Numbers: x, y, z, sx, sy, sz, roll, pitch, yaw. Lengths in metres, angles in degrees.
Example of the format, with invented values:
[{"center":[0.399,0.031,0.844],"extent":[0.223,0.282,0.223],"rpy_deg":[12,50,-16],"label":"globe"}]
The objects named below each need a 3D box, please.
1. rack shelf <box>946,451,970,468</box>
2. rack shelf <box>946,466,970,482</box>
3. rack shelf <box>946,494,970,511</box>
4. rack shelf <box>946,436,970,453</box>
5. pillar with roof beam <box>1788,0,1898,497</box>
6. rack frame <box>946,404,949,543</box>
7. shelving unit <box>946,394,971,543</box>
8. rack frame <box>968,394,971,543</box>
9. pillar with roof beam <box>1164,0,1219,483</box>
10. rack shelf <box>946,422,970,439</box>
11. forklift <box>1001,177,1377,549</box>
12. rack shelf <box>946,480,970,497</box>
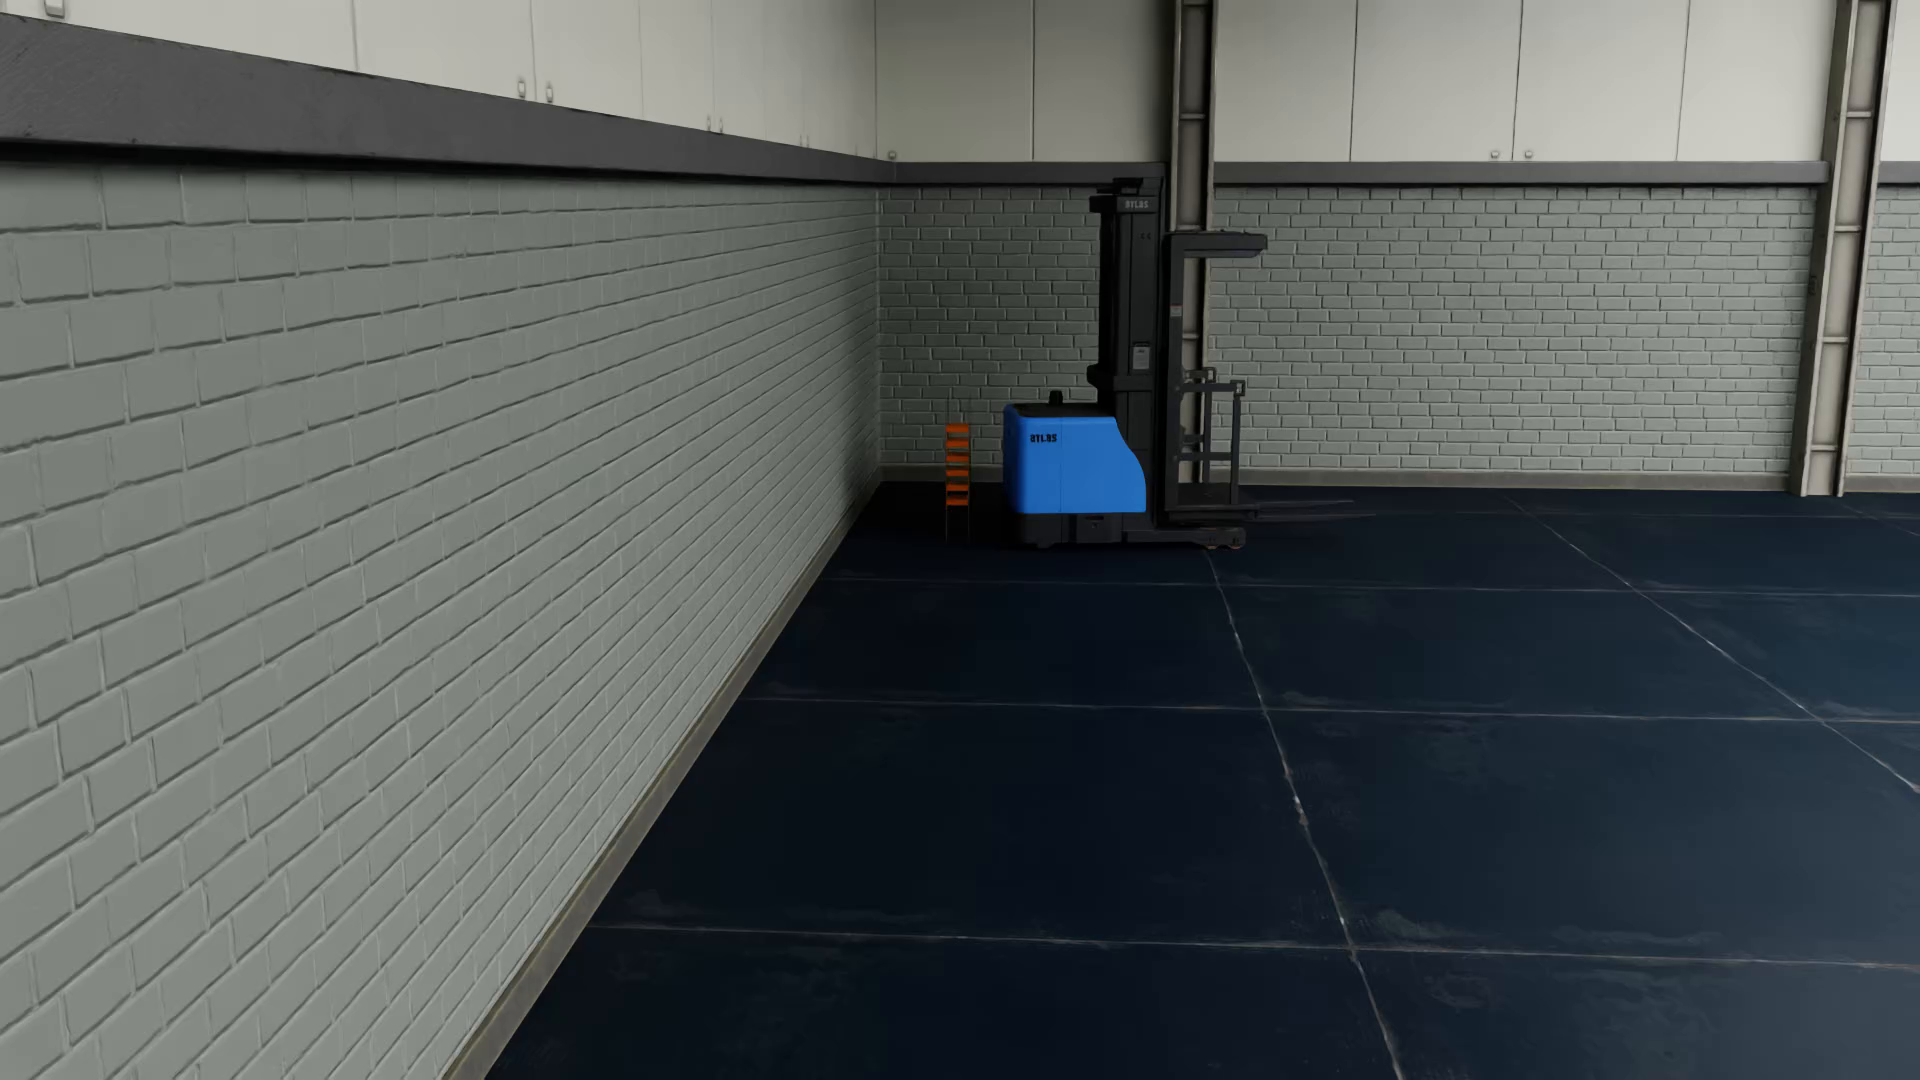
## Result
[{"center":[-0.014,-0.661,13.631],"extent":[0.180,0.103,0.258],"rpy_deg":[1,12,4],"label":"rack shelf"},{"center":[-0.014,-0.544,13.655],"extent":[0.180,0.103,0.258],"rpy_deg":[1,12,4],"label":"rack shelf"},{"center":[-0.014,-0.309,13.704],"extent":[0.180,0.103,0.258],"rpy_deg":[1,12,4],"label":"rack shelf"},{"center":[-0.014,-0.779,13.606],"extent":[0.180,0.103,0.258],"rpy_deg":[1,12,4],"label":"rack shelf"},{"center":[7.875,-3.968,10.757],"extent":[0.400,9.000,9.100],"rpy_deg":[1,12,4],"label":"pillar with roof beam"},{"center":[-0.106,-0.589,13.652],"extent":[0.006,1.200,0.240],"rpy_deg":[1,12,4],"label":"rack frame"},{"center":[-0.014,-0.587,13.646],"extent":[0.189,1.200,0.258],"rpy_deg":[1,12,4],"label":"shelving unit"},{"center":[0.077,-0.586,13.640],"extent":[0.006,1.200,0.240],"rpy_deg":[1,12,4],"label":"rack frame"},{"center":[1.888,-4.050,11.149],"extent":[0.400,9.000,9.100],"rpy_deg":[1,12,4],"label":"pillar with roof beam"},{"center":[-0.014,-0.896,13.582],"extent":[0.180,0.103,0.258],"rpy_deg":[1,12,4],"label":"rack shelf"},{"center":[1.898,-1.467,13.623],"extent":[3.031,2.935,1.130],"rpy_deg":[-1,12,-5],"label":"forklift"},{"center":[-0.014,-0.427,13.680],"extent":[0.180,0.103,0.258],"rpy_deg":[1,12,4],"label":"rack shelf"}]
